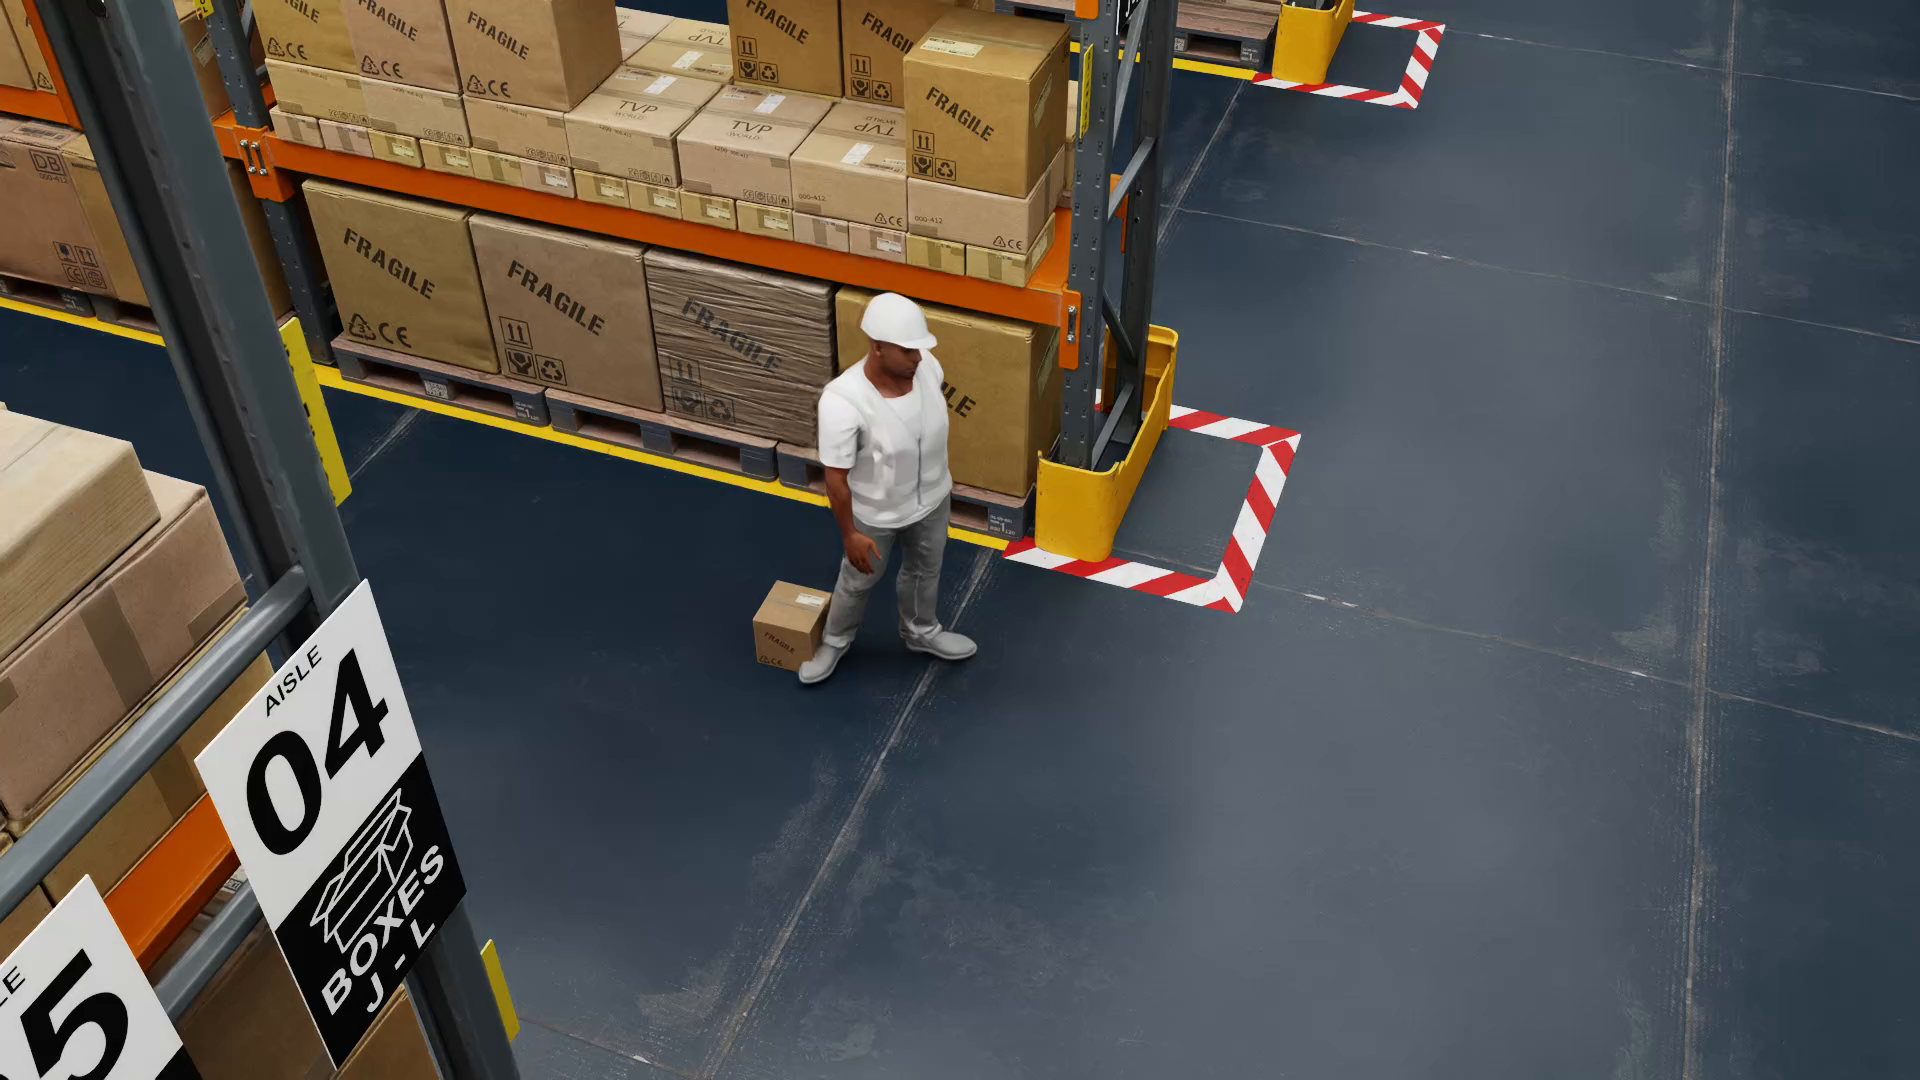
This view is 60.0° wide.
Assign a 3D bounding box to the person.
[{"bbox_3d":[-0.314,-0.150,6.303,0.703,1.758,0.451,-27,48,-27],"label":"person"}]
